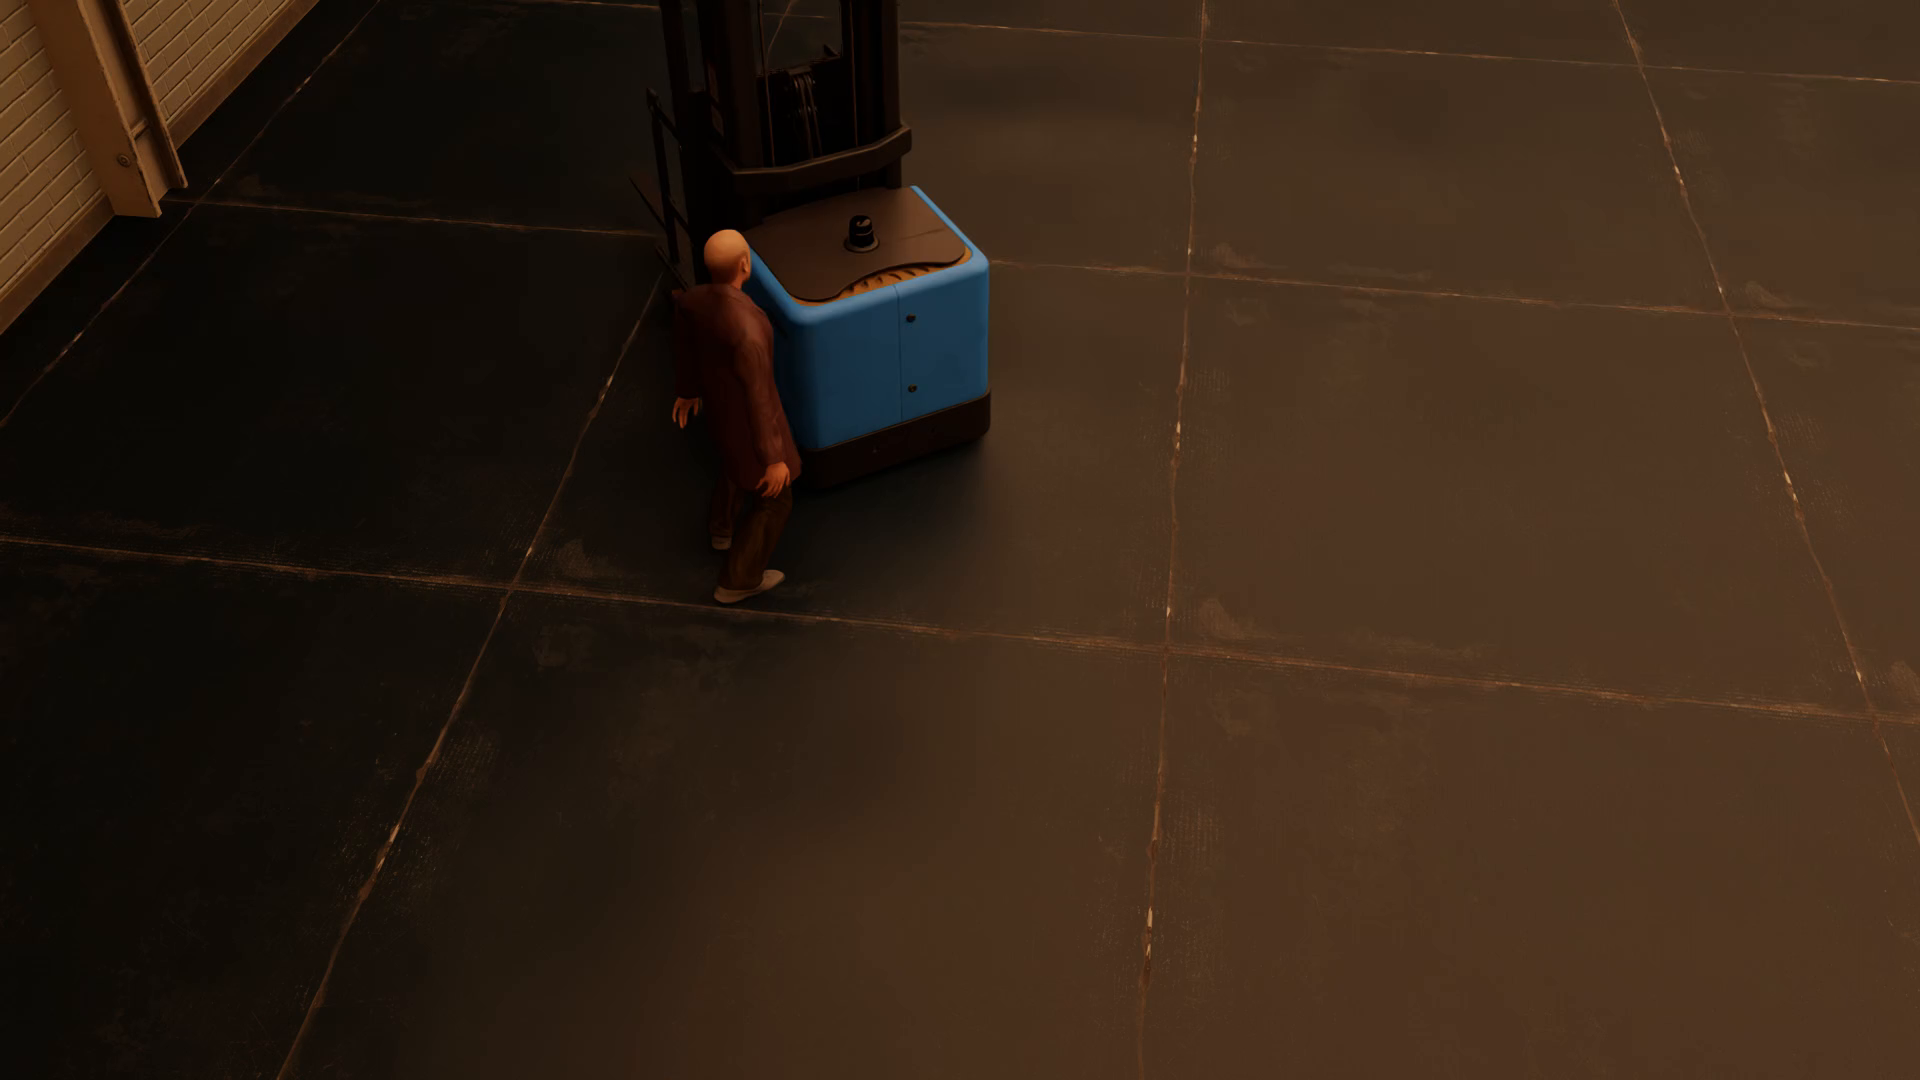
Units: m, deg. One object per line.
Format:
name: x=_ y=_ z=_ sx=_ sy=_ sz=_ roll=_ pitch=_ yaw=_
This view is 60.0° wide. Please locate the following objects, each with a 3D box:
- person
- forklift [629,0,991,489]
person: x=-0.972 y=-0.507 z=7.207 sx=0.529 sy=1.756 sz=0.932 roll=-24 pitch=48 yaw=-23
forklift: x=-0.980 y=-2.319 z=8.249 sx=1.130 sy=2.935 sz=3.031 roll=-20 pitch=46 yaw=-20
